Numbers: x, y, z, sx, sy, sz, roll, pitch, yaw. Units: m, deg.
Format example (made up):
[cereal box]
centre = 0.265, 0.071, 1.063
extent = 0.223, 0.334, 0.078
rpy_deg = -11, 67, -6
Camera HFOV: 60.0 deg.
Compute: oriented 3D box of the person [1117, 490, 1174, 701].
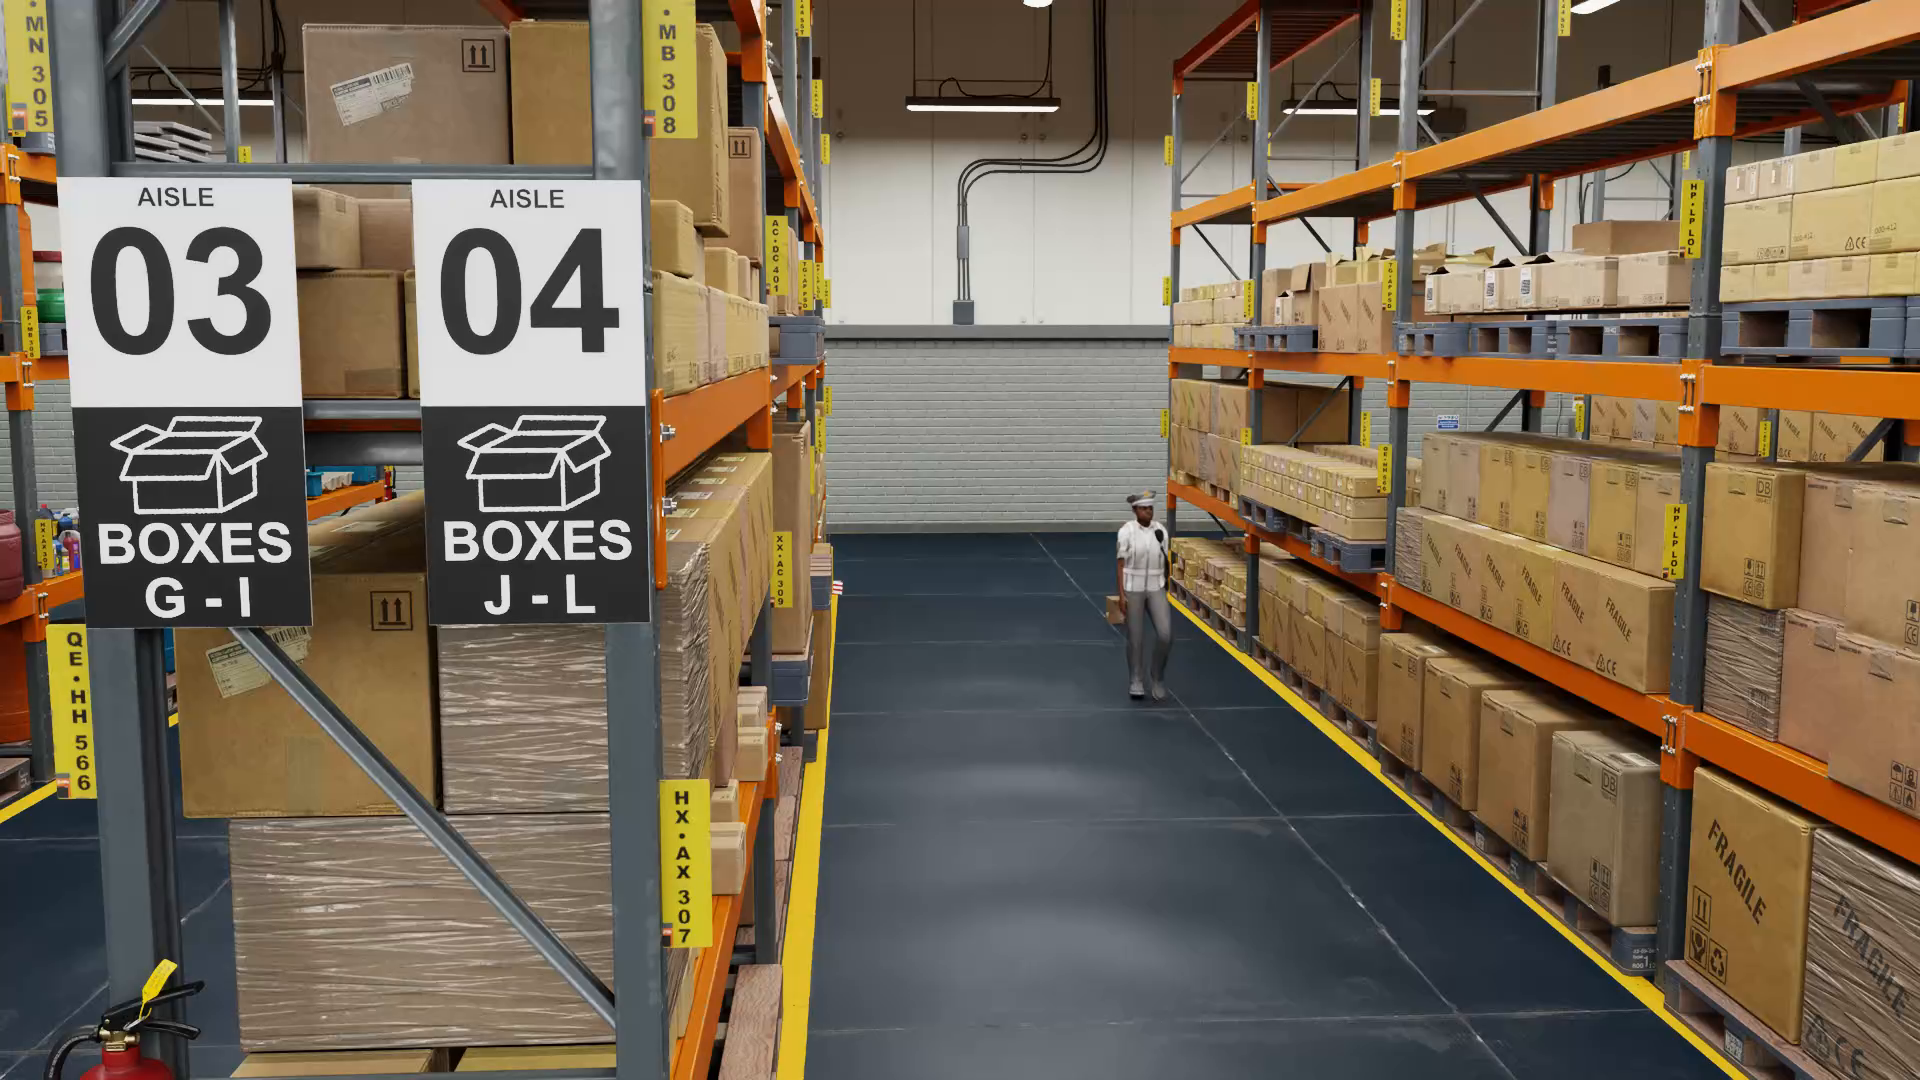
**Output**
[person]
centre = 1.488, 0.451, 13.413
extent = 0.456, 1.722, 0.465
rpy_deg = -1, 7, -6
